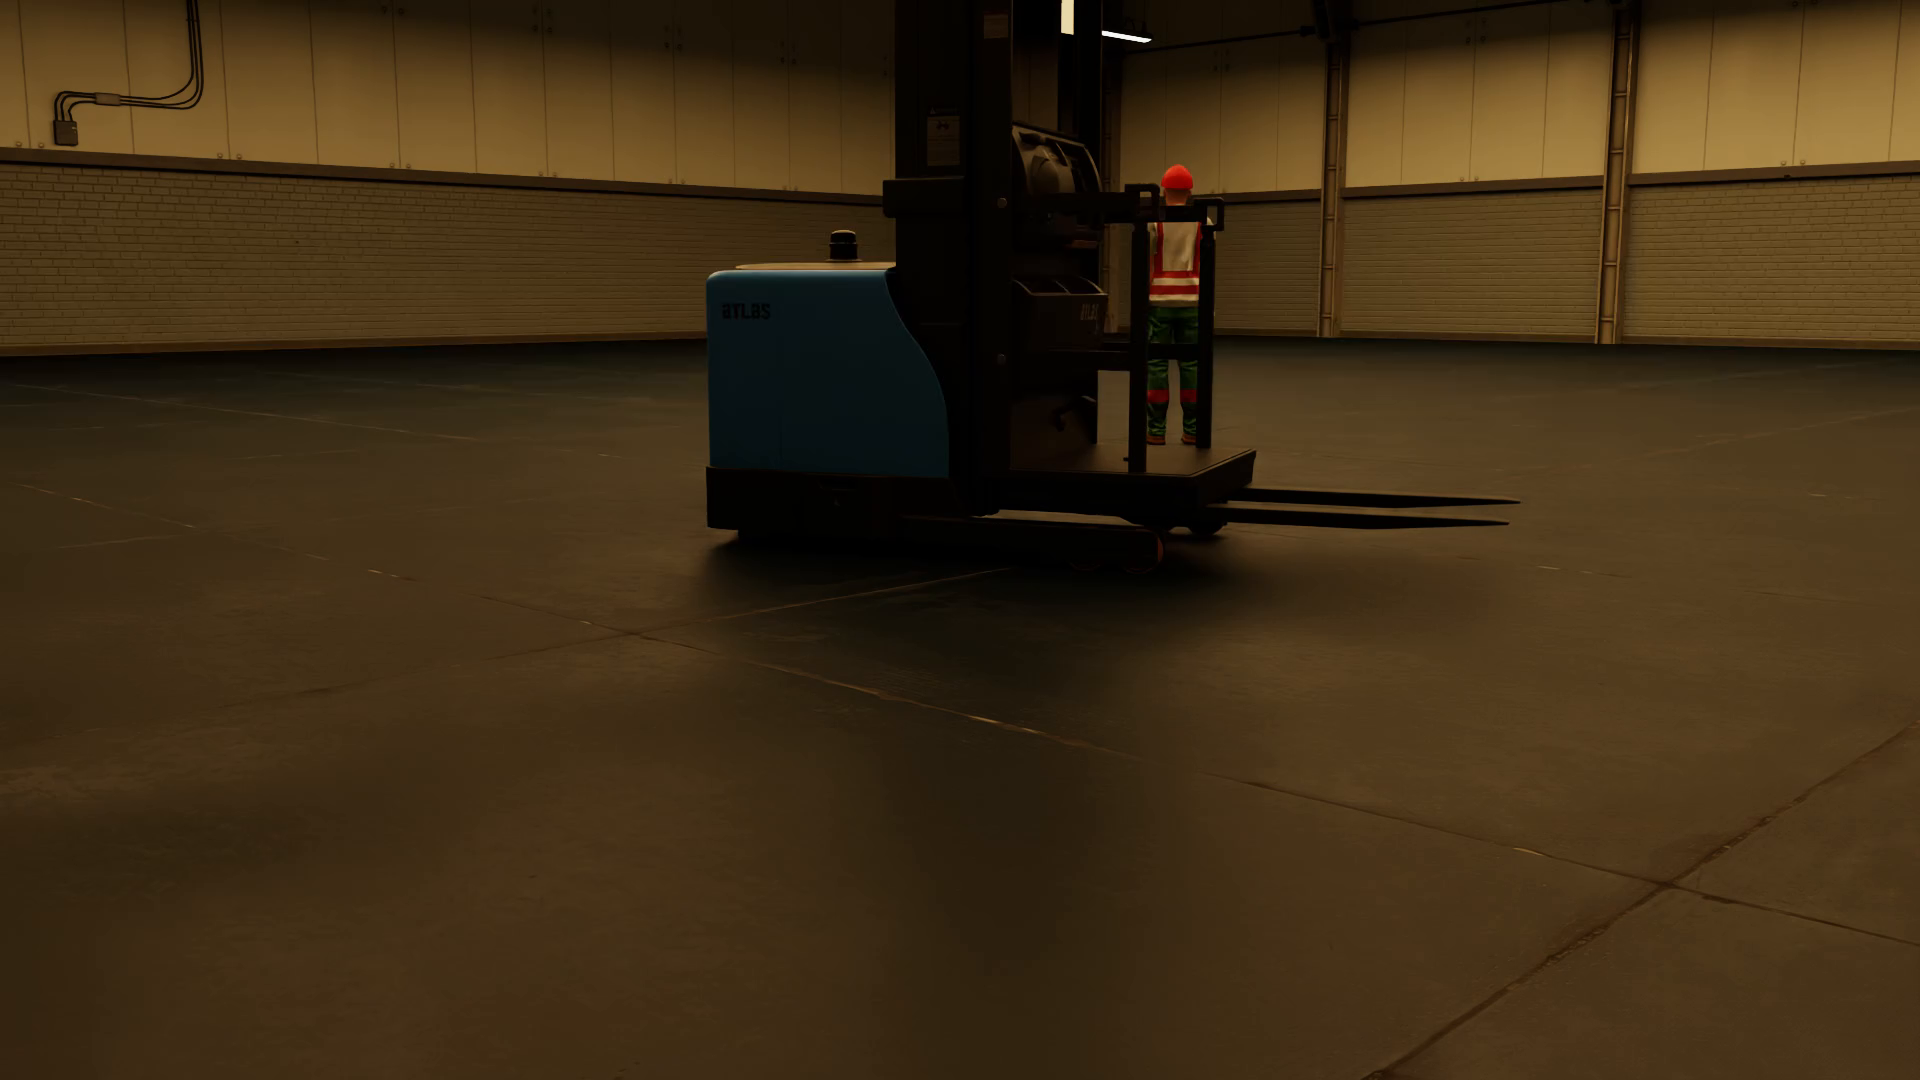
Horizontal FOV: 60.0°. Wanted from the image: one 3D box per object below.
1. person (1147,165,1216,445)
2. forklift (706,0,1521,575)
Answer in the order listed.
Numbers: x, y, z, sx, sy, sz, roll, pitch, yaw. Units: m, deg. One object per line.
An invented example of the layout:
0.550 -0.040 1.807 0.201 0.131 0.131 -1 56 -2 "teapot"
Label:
1.386 -1.522 10.815 0.546 1.795 0.366 -1 9 -8 "person"
0.565 -1.416 6.275 3.031 2.935 1.130 3 9 22 "forklift"
